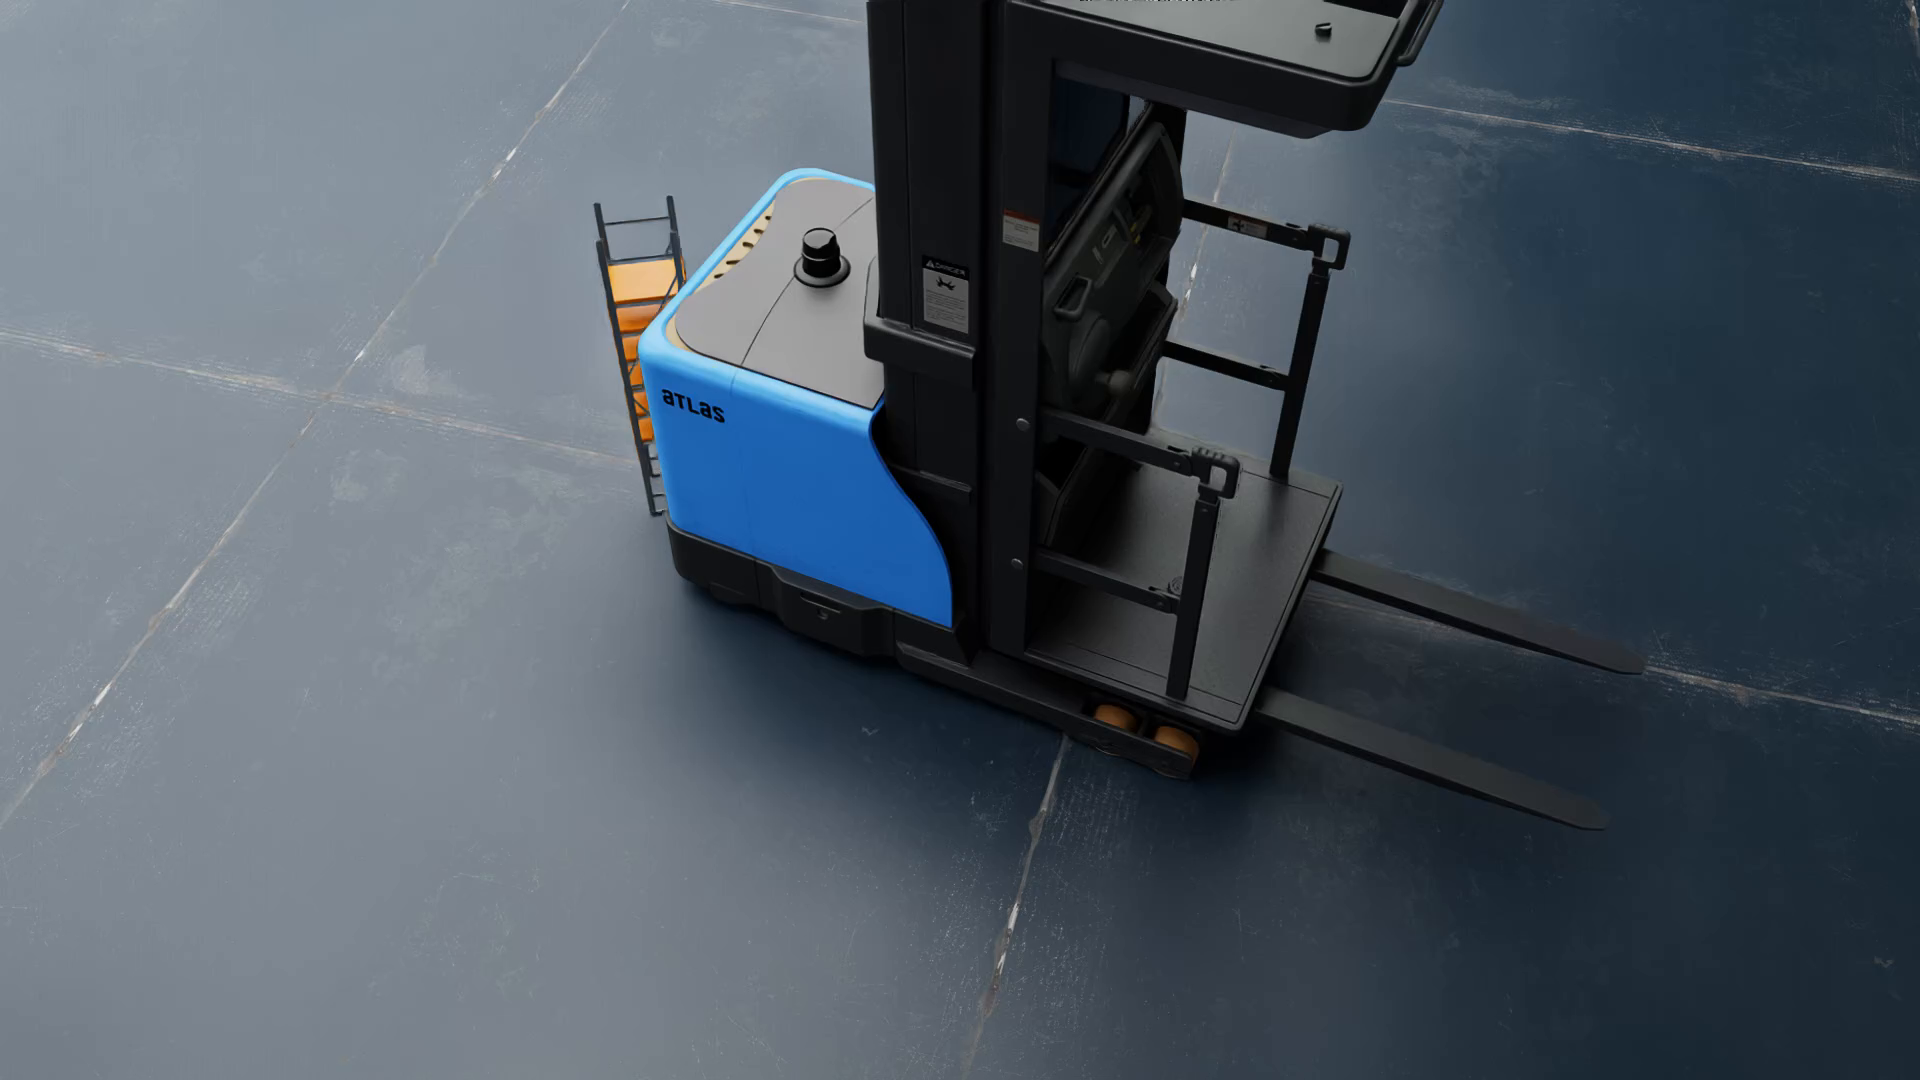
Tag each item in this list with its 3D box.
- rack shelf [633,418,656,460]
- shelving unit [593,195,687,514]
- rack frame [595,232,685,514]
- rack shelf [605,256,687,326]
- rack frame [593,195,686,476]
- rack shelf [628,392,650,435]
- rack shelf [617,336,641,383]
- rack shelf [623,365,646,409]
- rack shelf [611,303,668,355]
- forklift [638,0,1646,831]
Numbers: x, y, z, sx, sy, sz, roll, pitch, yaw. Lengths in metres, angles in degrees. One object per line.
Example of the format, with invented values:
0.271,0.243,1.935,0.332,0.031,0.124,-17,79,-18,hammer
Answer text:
-0.983,-0.386,5.669,0.258,0.103,0.180,-8,49,-7,rack shelf
-0.982,-0.574,5.455,0.258,1.200,0.189,-8,49,-7,shelving unit
-0.966,-0.506,5.396,0.240,1.200,0.006,-8,49,-7,rack frame
-0.981,-0.782,5.218,0.258,0.103,0.180,-8,49,-7,rack shelf
-0.998,-0.642,5.515,0.240,1.200,0.006,-8,49,-7,rack frame
-0.983,-0.466,5.579,0.258,0.103,0.180,-8,49,-7,rack shelf
-0.982,-0.624,5.399,0.258,0.103,0.180,-8,49,-7,rack shelf
-0.982,-0.545,5.489,0.258,0.103,0.180,-8,49,-7,rack shelf
-0.982,-0.703,5.309,0.258,0.103,0.180,-8,49,-7,rack shelf
0.600,-0.699,4.412,3.031,2.935,1.130,19,51,16,forklift
